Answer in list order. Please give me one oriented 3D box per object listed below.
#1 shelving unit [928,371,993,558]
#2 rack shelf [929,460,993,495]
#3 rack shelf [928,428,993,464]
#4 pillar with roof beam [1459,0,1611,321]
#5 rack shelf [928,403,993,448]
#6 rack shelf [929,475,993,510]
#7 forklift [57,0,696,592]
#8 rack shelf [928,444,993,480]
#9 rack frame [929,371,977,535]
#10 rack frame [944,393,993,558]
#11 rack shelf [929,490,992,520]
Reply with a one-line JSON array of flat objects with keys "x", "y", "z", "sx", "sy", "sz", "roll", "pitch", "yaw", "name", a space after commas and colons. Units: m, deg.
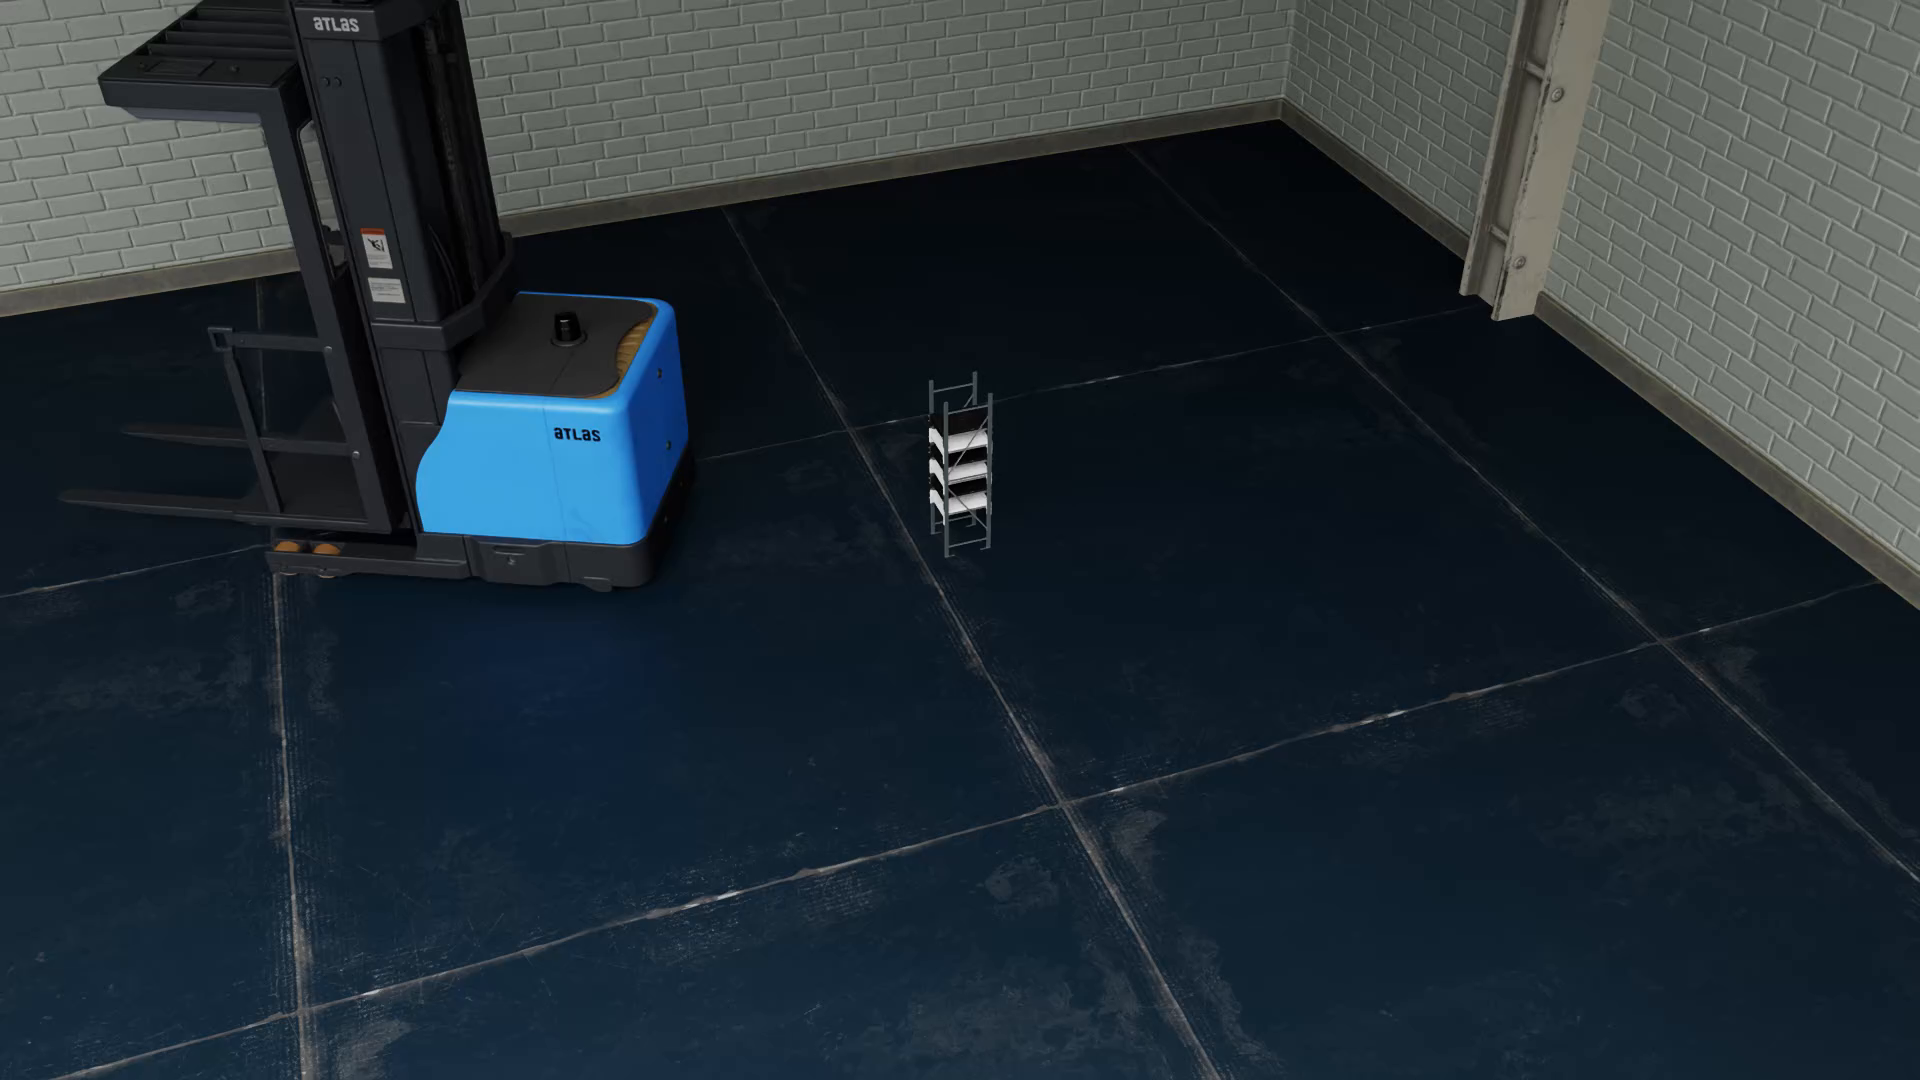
[{"x": 0.003, "y": -0.355, "z": 8.034, "sx": 0.258, "sy": 0.900, "sz": 0.210, "roll": -12, "pitch": 39, "yaw": -16, "name": "shelving unit"}, {"x": 0.003, "y": -0.328, "z": 8.054, "sx": 0.258, "sy": 0.077, "sz": 0.200, "roll": -12, "pitch": 39, "yaw": -16, "name": "rack shelf"}, {"x": 0.003, "y": -0.472, "z": 7.945, "sx": 0.258, "sy": 0.077, "sz": 0.200, "roll": -12, "pitch": 39, "yaw": -16, "name": "rack shelf"}, {"x": -0.723, "y": -4.171, "z": 6.368, "sx": 9.100, "sy": 9.000, "sz": 0.400, "roll": -12, "pitch": 39, "yaw": -16, "name": "pillar with roof beam"}, {"x": 0.003, "y": -0.544, "z": 7.891, "sx": 0.258, "sy": 0.077, "sz": 0.200, "roll": -12, "pitch": 39, "yaw": -16, "name": "rack shelf"}, {"x": 0.003, "y": -0.256, "z": 8.108, "sx": 0.258, "sy": 0.077, "sz": 0.200, "roll": -12, "pitch": 39, "yaw": -16, "name": "rack shelf"}, {"x": -2.923, "y": -1.297, "z": 7.596, "sx": 3.031, "sy": 2.935, "sz": 1.130, "roll": 4, "pitch": 37, "yaw": 5, "name": "forklift"}, {"x": 0.003, "y": -0.400, "z": 7.999, "sx": 0.258, "sy": 0.077, "sz": 0.200, "roll": -12, "pitch": 39, "yaw": -16, "name": "rack shelf"}, {"x": -0.032, "y": -0.412, "z": 8.110, "sx": 0.240, "sy": 0.900, "sz": 0.006, "roll": -12, "pitch": 39, "yaw": -16, "name": "rack frame"}, {"x": 0.038, "y": -0.297, "z": 7.957, "sx": 0.240, "sy": 0.900, "sz": 0.006, "roll": -12, "pitch": 39, "yaw": -16, "name": "rack frame"}, {"x": 0.003, "y": -0.184, "z": 8.162, "sx": 0.258, "sy": 0.077, "sz": 0.200, "roll": -12, "pitch": 39, "yaw": -16, "name": "rack shelf"}]
